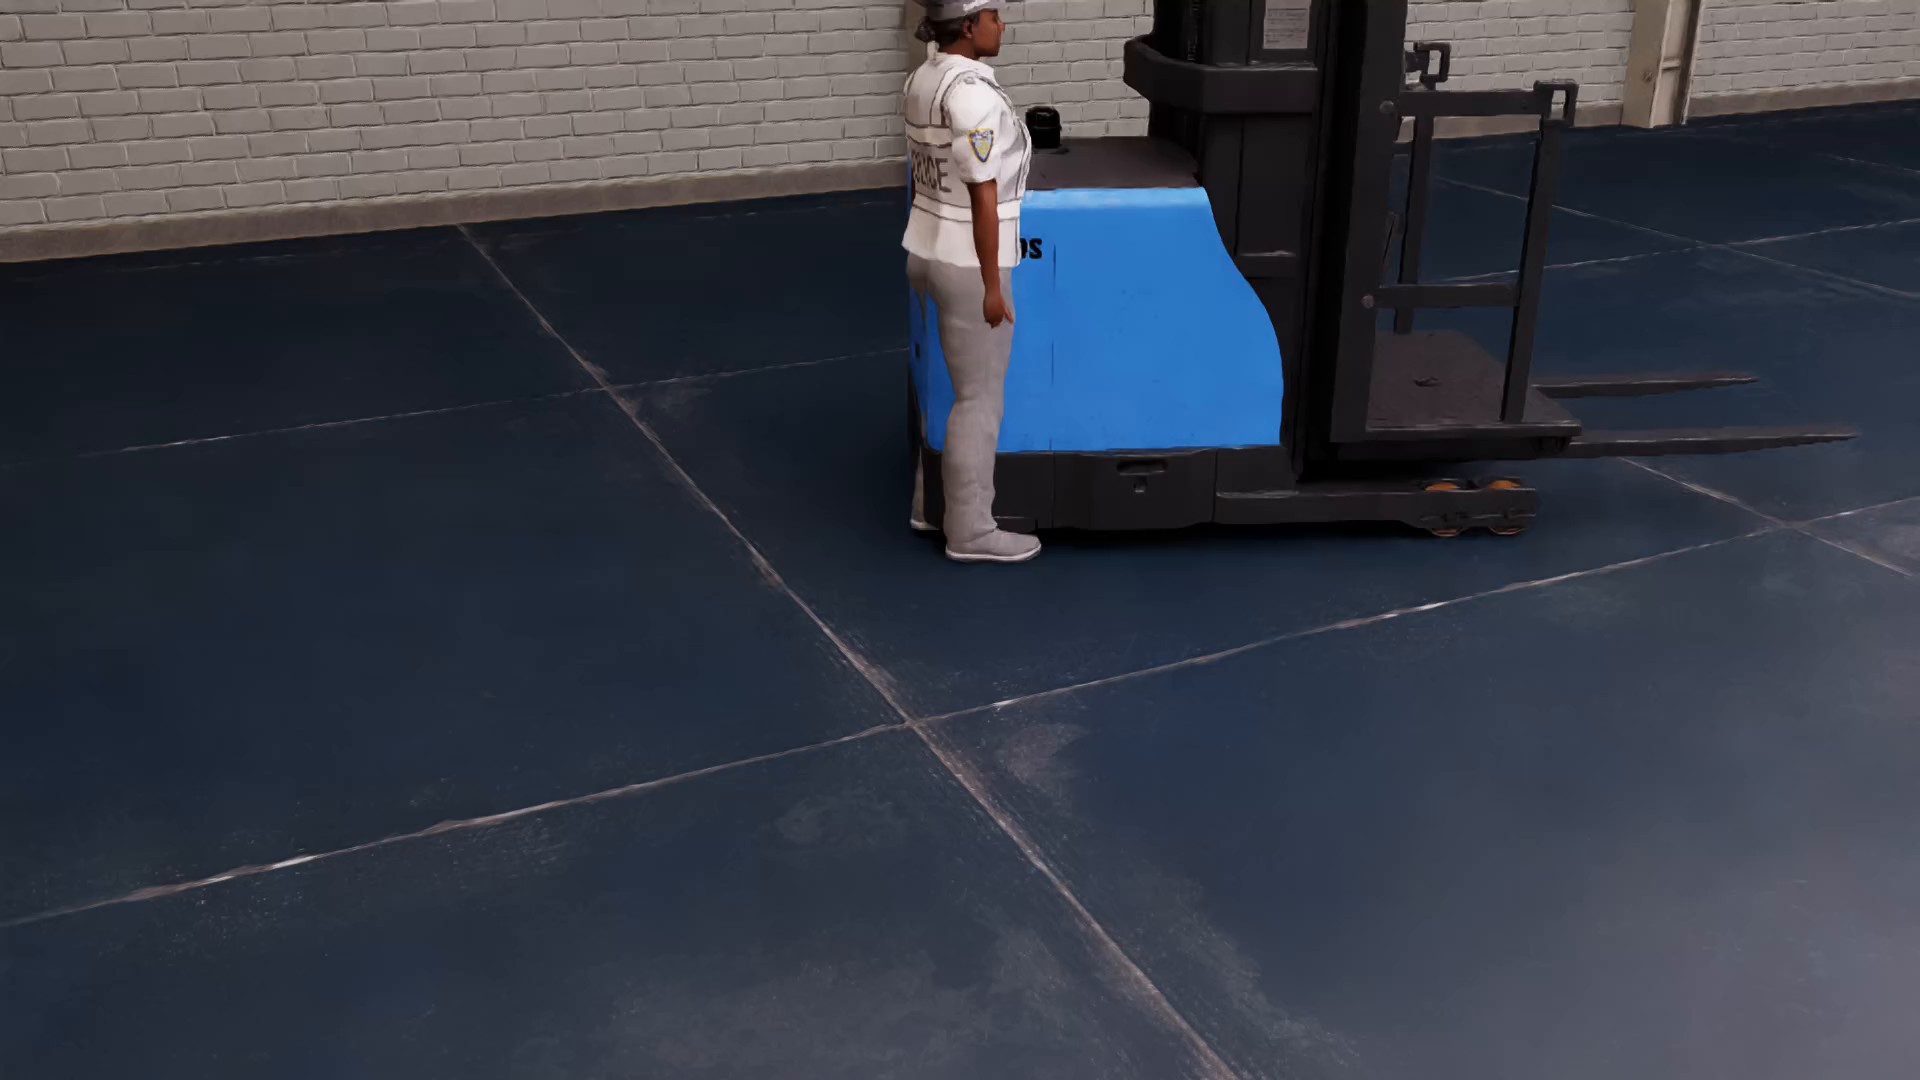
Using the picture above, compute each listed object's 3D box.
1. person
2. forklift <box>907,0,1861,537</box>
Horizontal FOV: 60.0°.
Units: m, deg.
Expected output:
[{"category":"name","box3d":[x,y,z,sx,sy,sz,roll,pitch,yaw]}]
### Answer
[{"category":"person","box3d":[0.022,-0.779,4.786,0.339,1.692,0.446,-10,25,-23]},{"category":"forklift","box3d":[1.362,-1.563,5.048,3.031,2.935,1.130,-2,23,-5]}]
